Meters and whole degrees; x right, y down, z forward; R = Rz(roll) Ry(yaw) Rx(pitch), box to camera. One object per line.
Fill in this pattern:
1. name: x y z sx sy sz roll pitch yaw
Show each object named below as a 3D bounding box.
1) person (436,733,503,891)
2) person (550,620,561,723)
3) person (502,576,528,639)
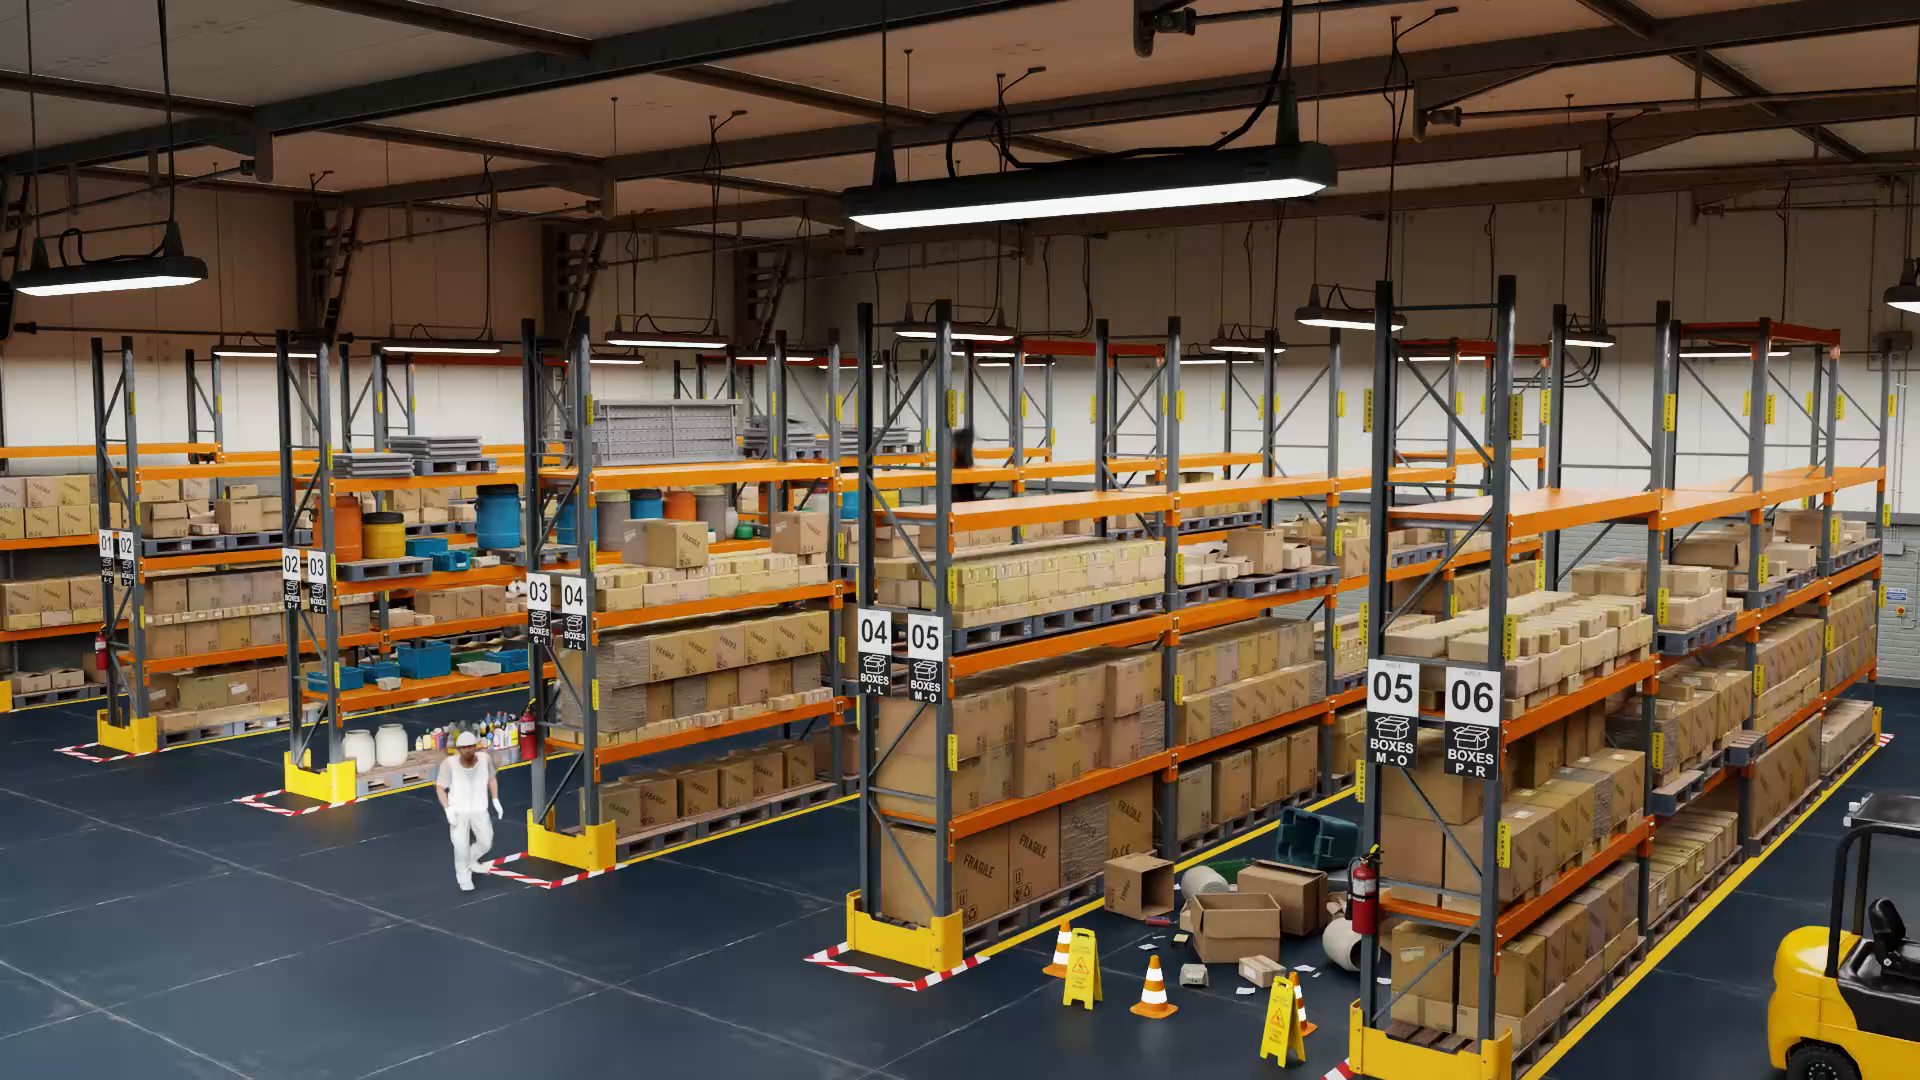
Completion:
1. person: -5.116 2.815 17.308 0.685 1.704 0.791 -3 6 -30
2. person: -6.191 2.026 25.999 1.000 1.755 0.690 -5 7 -44
3. person: -8.938 1.420 33.392 0.594 1.744 0.725 2 5 23
